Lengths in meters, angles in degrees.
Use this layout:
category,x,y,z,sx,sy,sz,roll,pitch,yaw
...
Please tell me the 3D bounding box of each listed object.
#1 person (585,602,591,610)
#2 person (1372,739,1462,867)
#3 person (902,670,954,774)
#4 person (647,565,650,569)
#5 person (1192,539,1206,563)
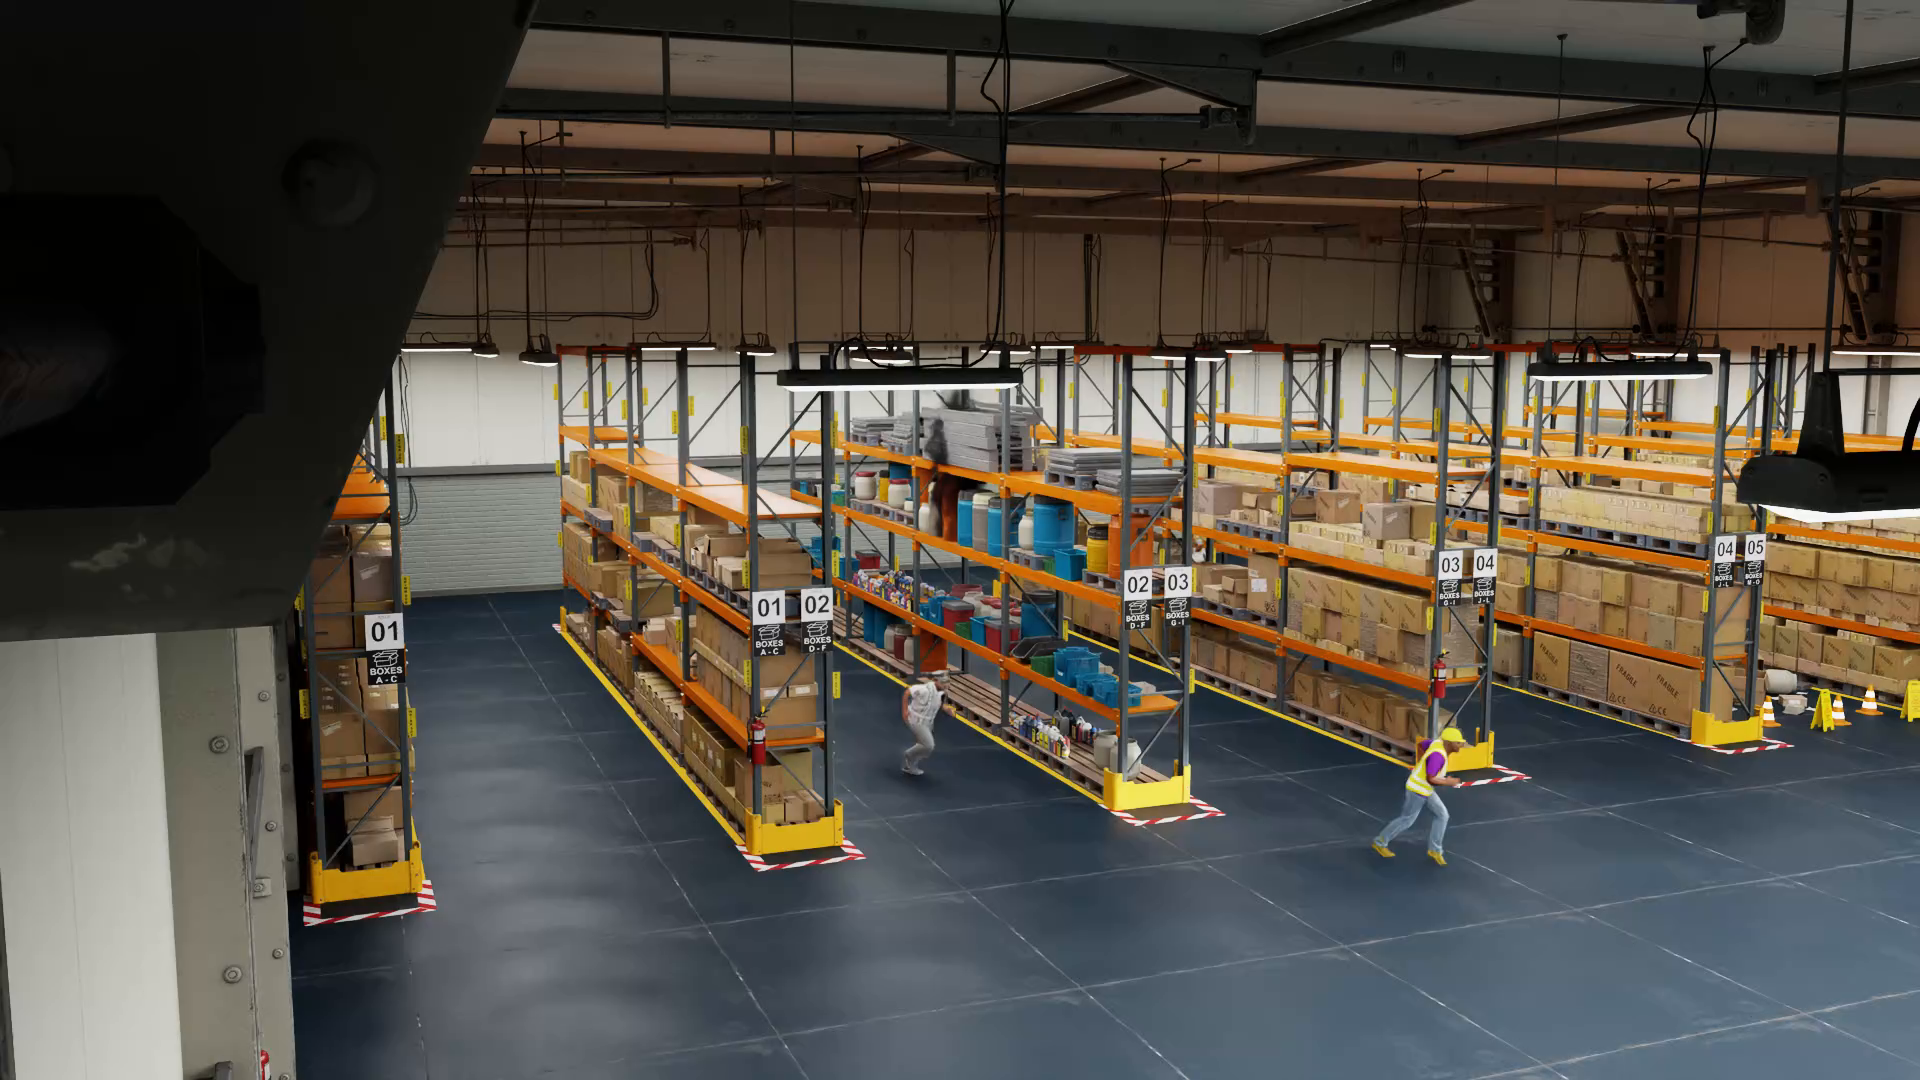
category,x,y,z,sx,sy,sz,roll,pitch,yaw
person,-7.831,0.969,36.125,0.807,1.581,0.546,1,7,9
person,5.425,3.057,19.730,0.975,1.676,0.747,2,8,19
person,-0.498,2.587,23.428,0.885,1.572,0.695,5,9,36
person,-6.970,0.890,35.980,0.948,1.687,0.603,3,8,24
person,5.276,0.784,37.474,0.602,1.674,0.912,-3,8,-23
